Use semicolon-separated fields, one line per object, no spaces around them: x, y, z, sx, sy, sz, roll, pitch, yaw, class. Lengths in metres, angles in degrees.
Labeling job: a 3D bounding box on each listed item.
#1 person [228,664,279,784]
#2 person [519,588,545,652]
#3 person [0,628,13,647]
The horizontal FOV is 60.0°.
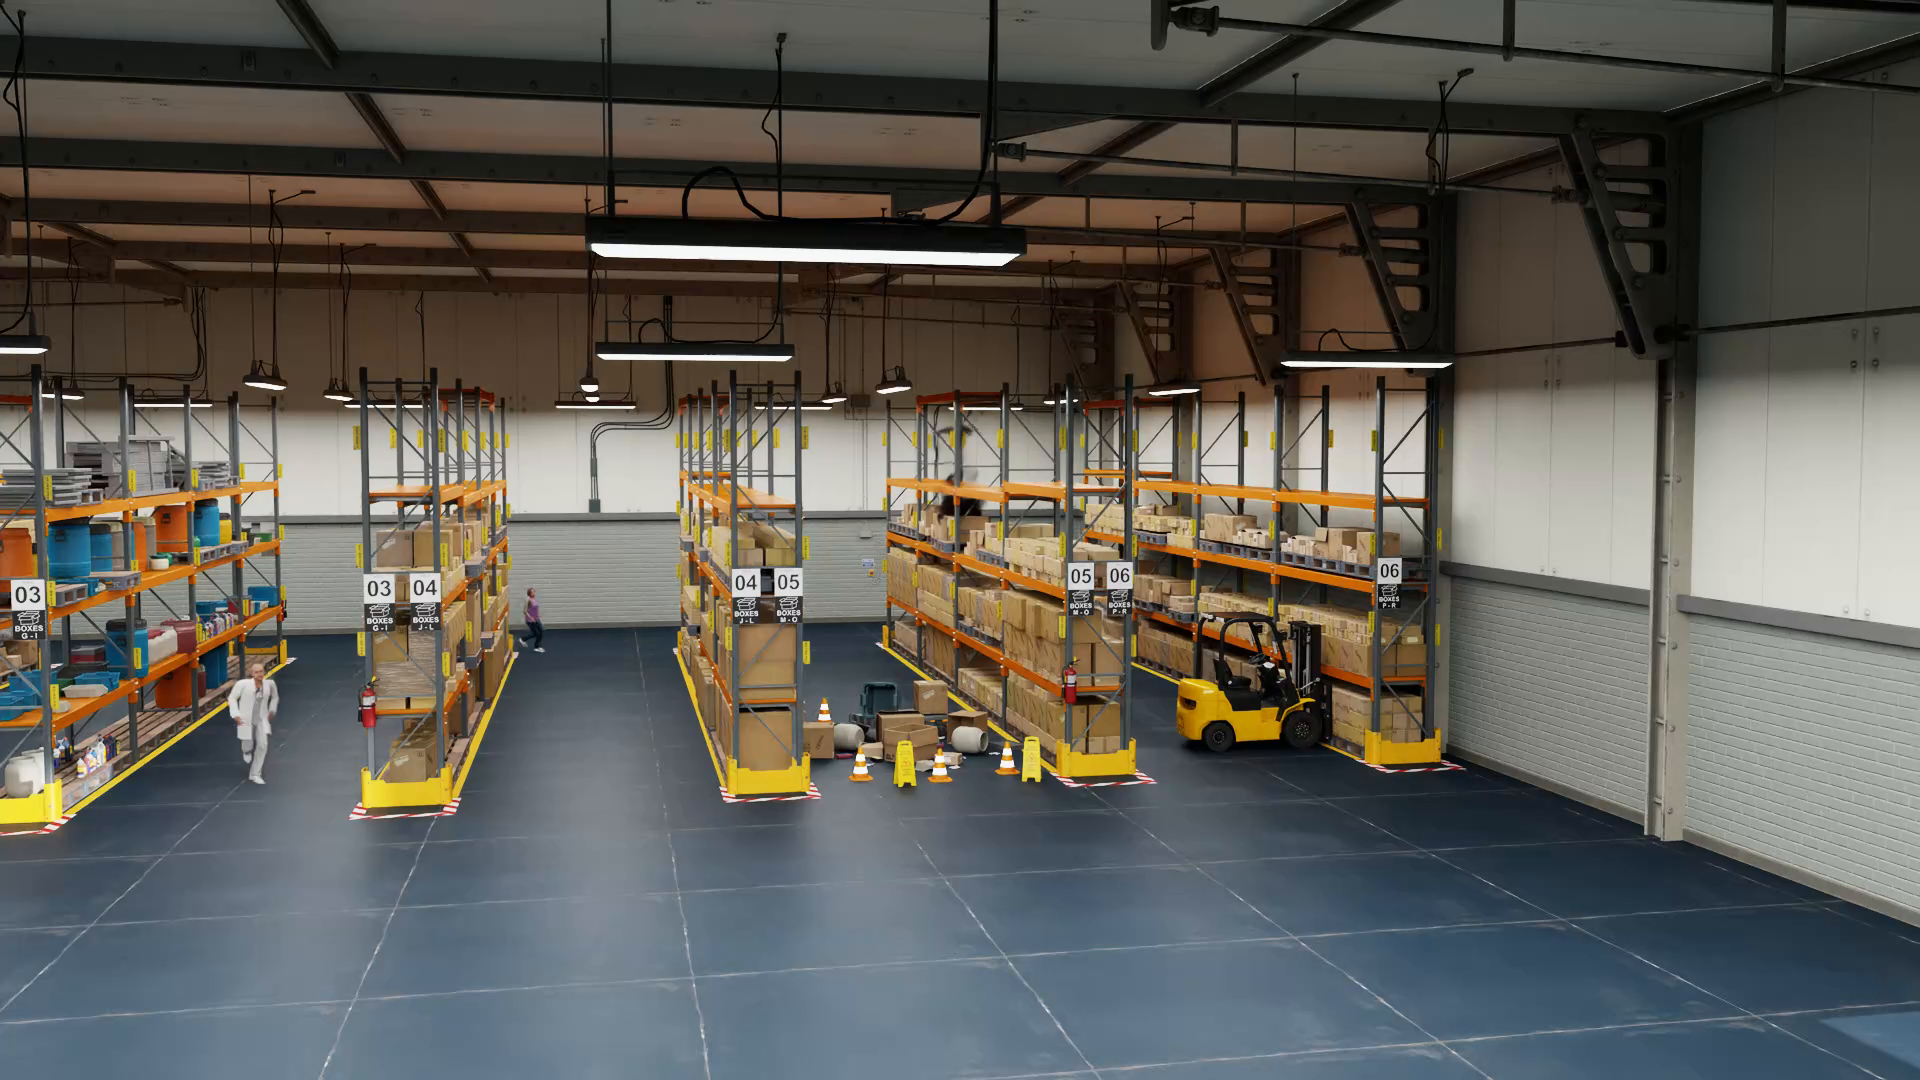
-10.453;2.694;24.620;0.725;1.765;0.922;-2;4;-35;person
-10.182;1.898;39.405;0.563;1.550;0.575;1;4;20;person
-21.637;1.893;37.456;0.659;1.723;0.672;-1;3;-12;person
